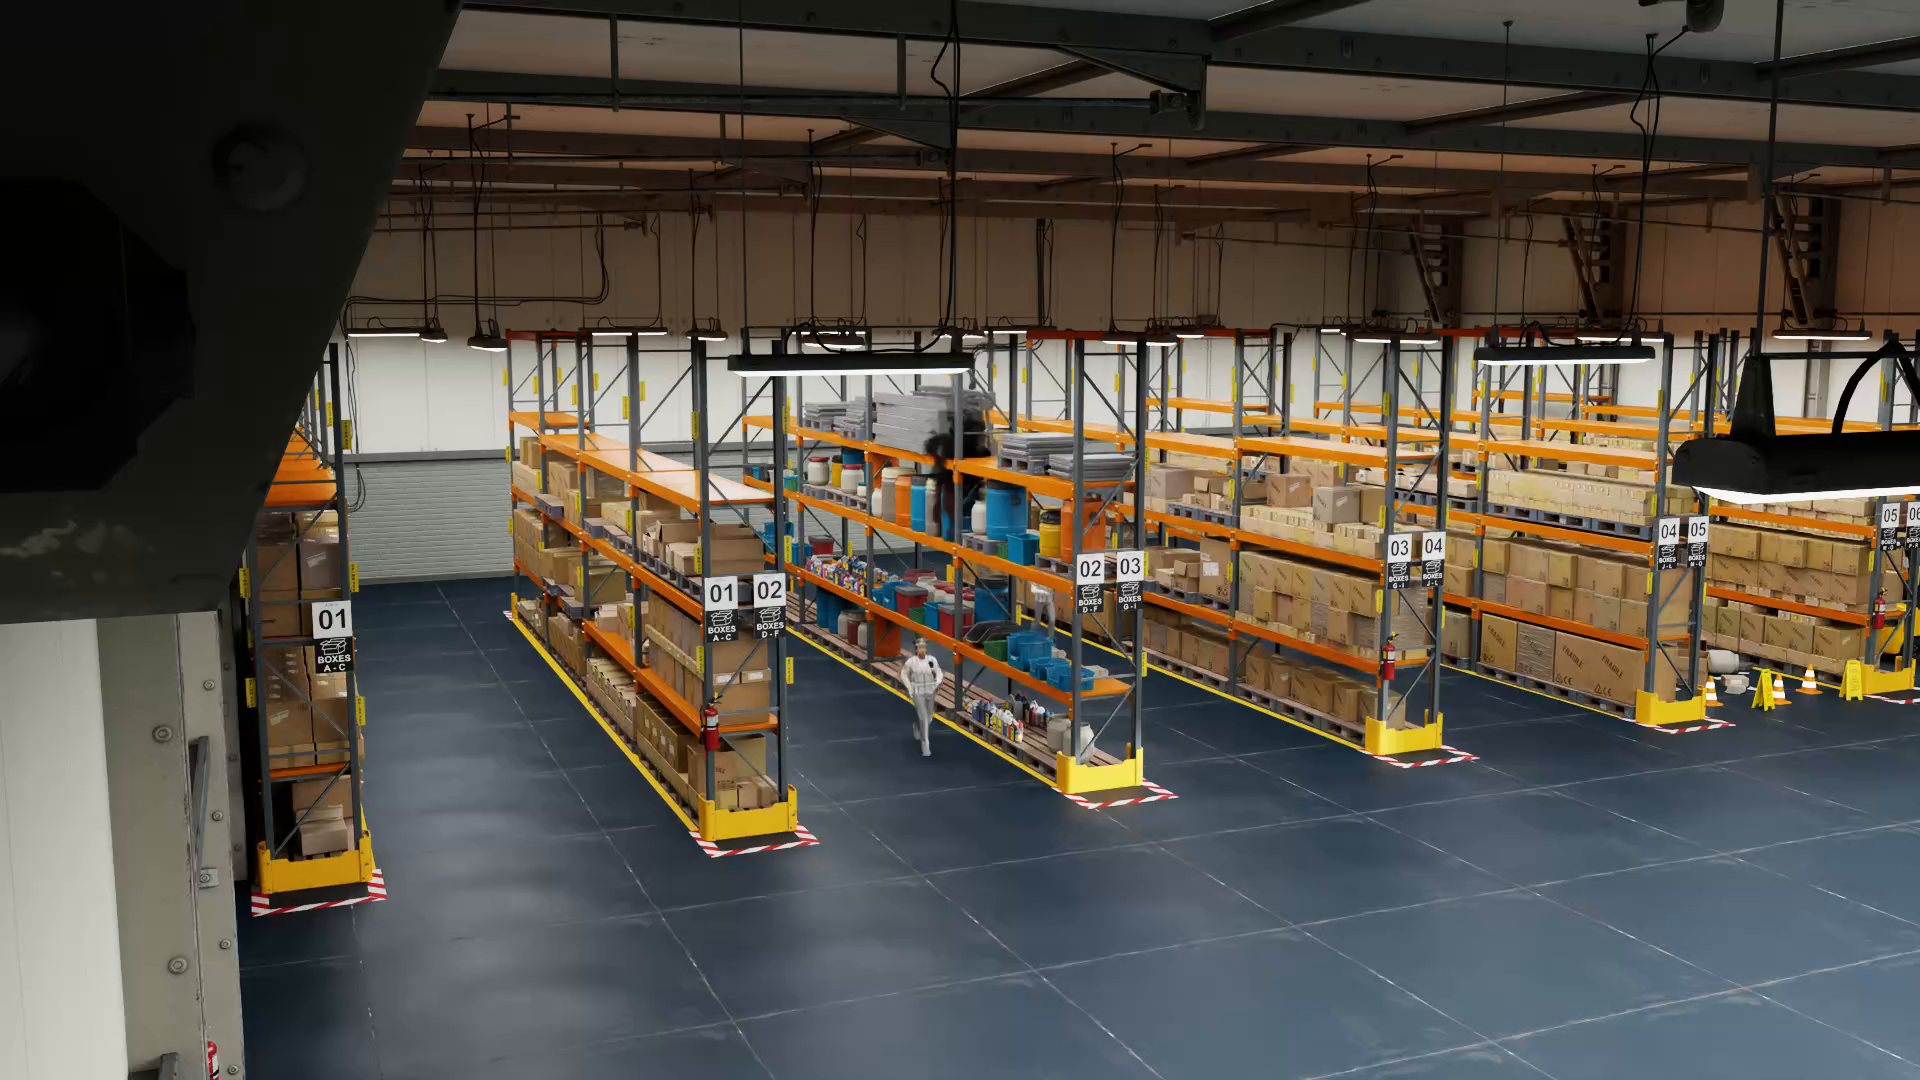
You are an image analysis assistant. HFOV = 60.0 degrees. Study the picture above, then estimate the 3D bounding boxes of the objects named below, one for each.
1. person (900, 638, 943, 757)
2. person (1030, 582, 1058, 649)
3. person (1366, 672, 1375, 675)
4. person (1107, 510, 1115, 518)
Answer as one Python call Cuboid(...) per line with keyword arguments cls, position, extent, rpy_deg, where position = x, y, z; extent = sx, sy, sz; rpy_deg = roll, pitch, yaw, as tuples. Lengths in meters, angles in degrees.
Cuboid(cls="person", position=(-0.539, 2.237, 24.134), extent=(0.611, 1.697, 0.751), rpy_deg=(-2, 8, -16))
Cuboid(cls="person", position=(1.573, 1.196, 31.629), extent=(0.562, 1.715, 0.857), rpy_deg=(-3, 8, -22))
Cuboid(cls="person", position=(7.046, 1.451, 29.574), extent=(0.703, 1.829, 0.948), rpy_deg=(-5, 9, -31))
Cuboid(cls="person", position=(3.648, -0.104, 41.317), extent=(0.899, 1.611, 0.622), rpy_deg=(-2, 8, -16))
